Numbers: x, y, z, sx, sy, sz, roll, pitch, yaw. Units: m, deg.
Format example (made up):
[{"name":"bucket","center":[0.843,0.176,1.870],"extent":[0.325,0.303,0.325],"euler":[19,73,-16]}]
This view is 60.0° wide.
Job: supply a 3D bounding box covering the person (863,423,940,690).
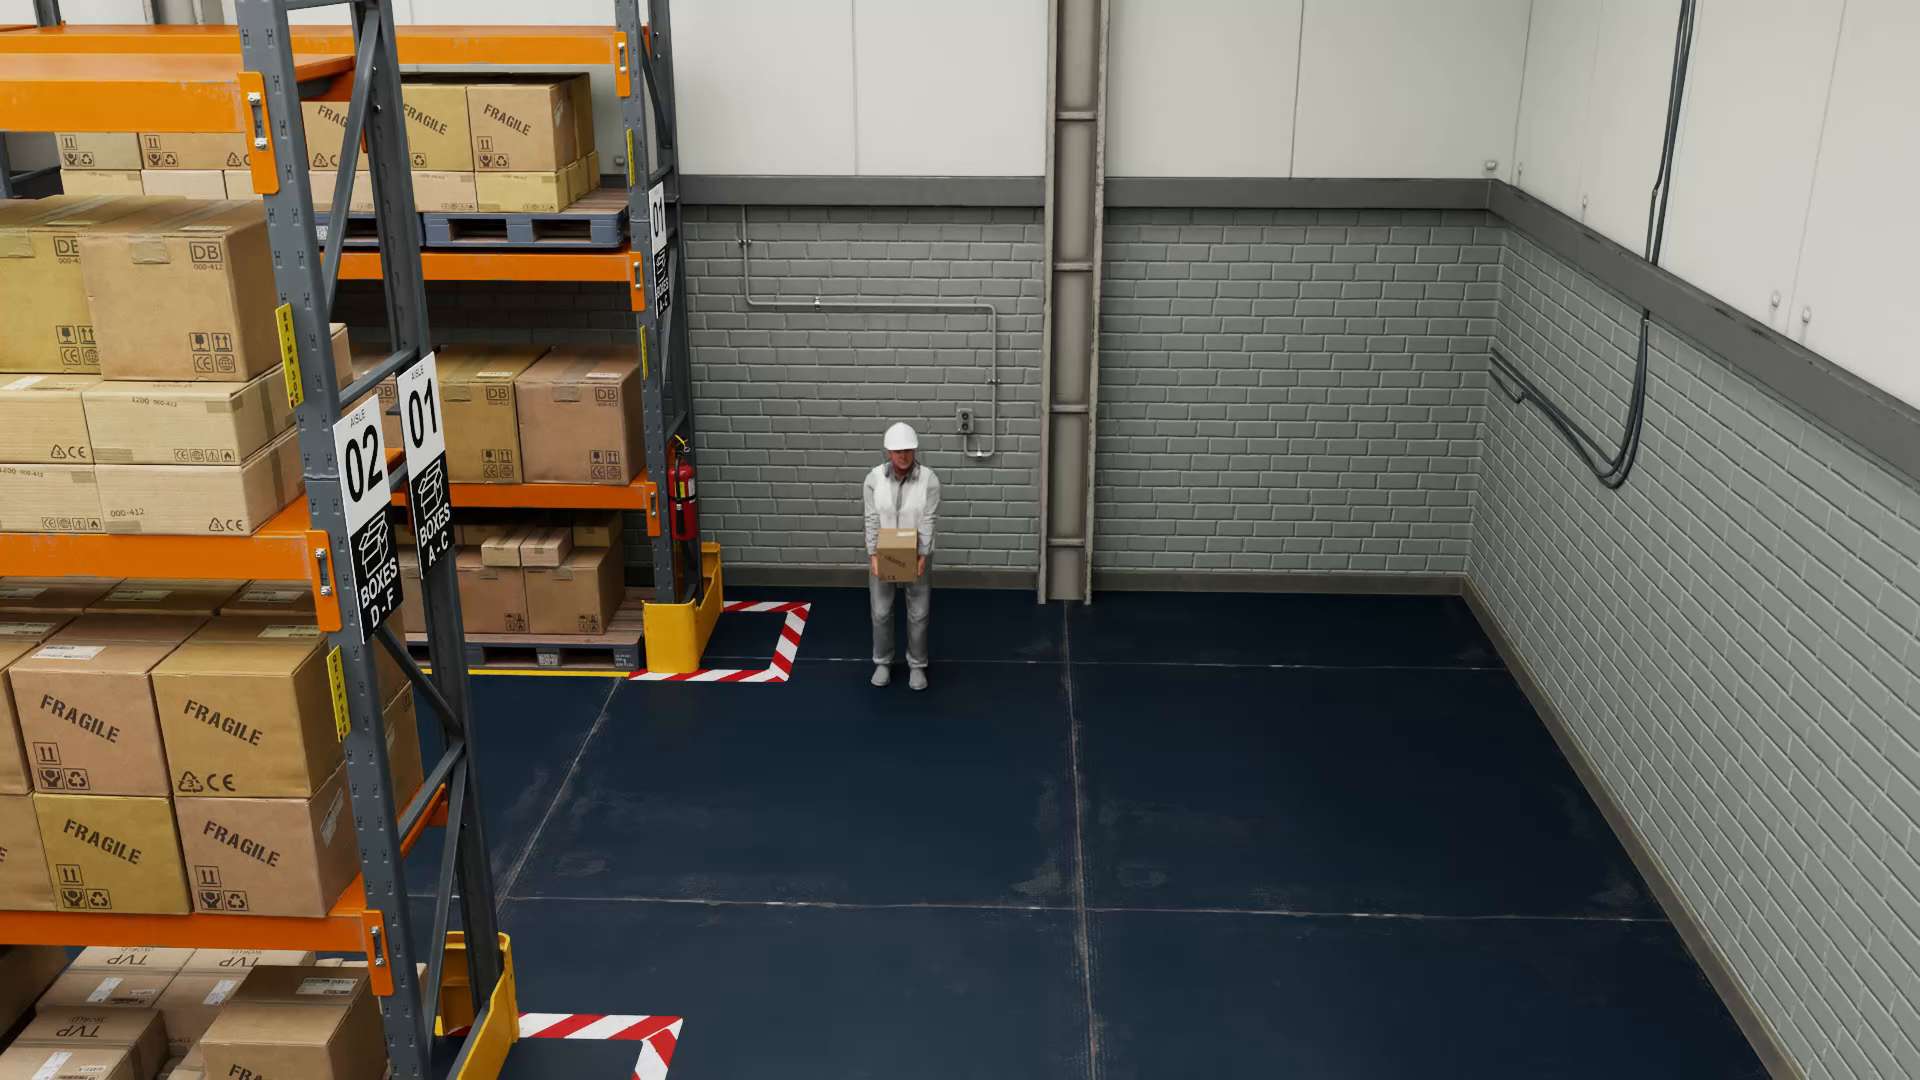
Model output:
[{"name":"person","center":[-0.380,0.118,10.738],"extent":[0.480,1.772,0.558],"euler":[0,21,1]}]
